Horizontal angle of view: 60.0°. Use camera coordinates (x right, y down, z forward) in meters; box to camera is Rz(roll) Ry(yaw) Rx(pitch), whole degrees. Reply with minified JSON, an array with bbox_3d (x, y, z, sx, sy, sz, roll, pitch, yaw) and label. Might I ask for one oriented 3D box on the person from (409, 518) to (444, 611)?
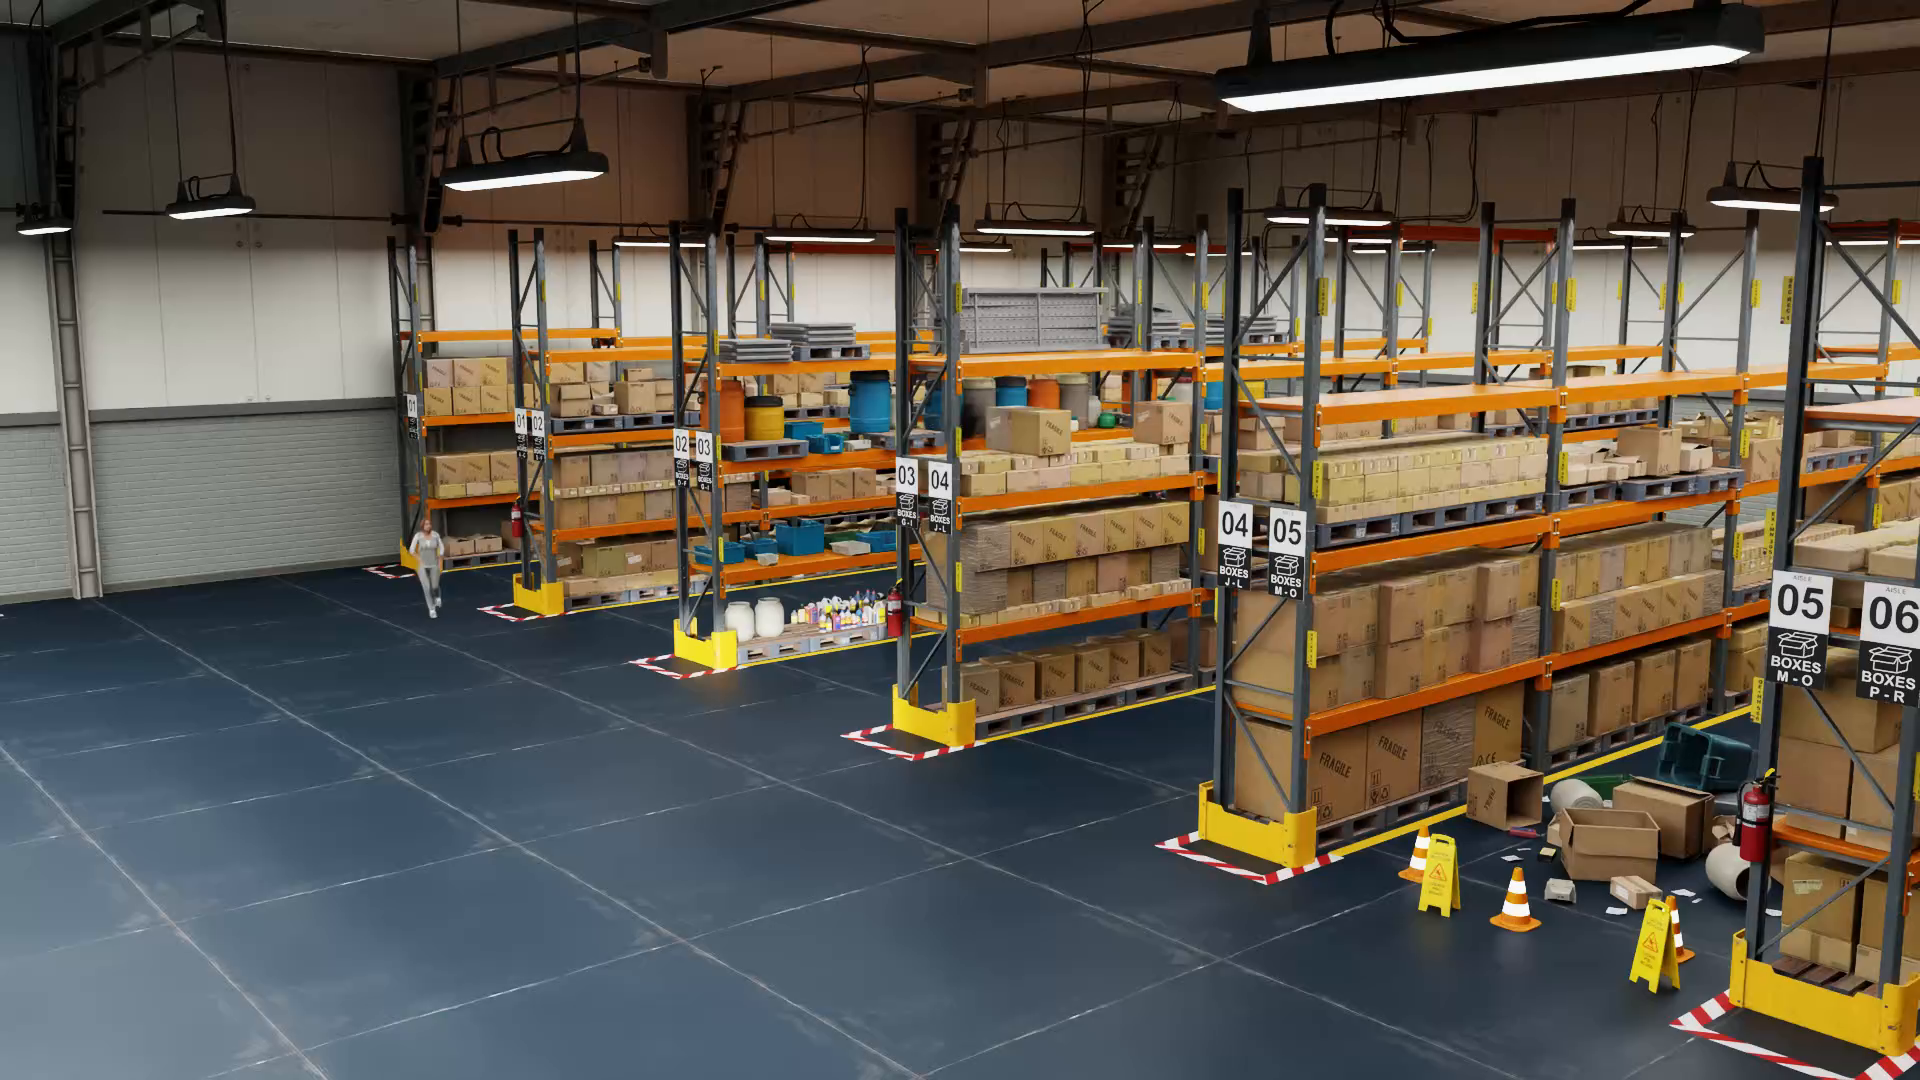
[{"bbox_3d":[-8.310,0.389,25.946,0.527,1.492,0.545,-3,9,-21],"label":"person"}]
